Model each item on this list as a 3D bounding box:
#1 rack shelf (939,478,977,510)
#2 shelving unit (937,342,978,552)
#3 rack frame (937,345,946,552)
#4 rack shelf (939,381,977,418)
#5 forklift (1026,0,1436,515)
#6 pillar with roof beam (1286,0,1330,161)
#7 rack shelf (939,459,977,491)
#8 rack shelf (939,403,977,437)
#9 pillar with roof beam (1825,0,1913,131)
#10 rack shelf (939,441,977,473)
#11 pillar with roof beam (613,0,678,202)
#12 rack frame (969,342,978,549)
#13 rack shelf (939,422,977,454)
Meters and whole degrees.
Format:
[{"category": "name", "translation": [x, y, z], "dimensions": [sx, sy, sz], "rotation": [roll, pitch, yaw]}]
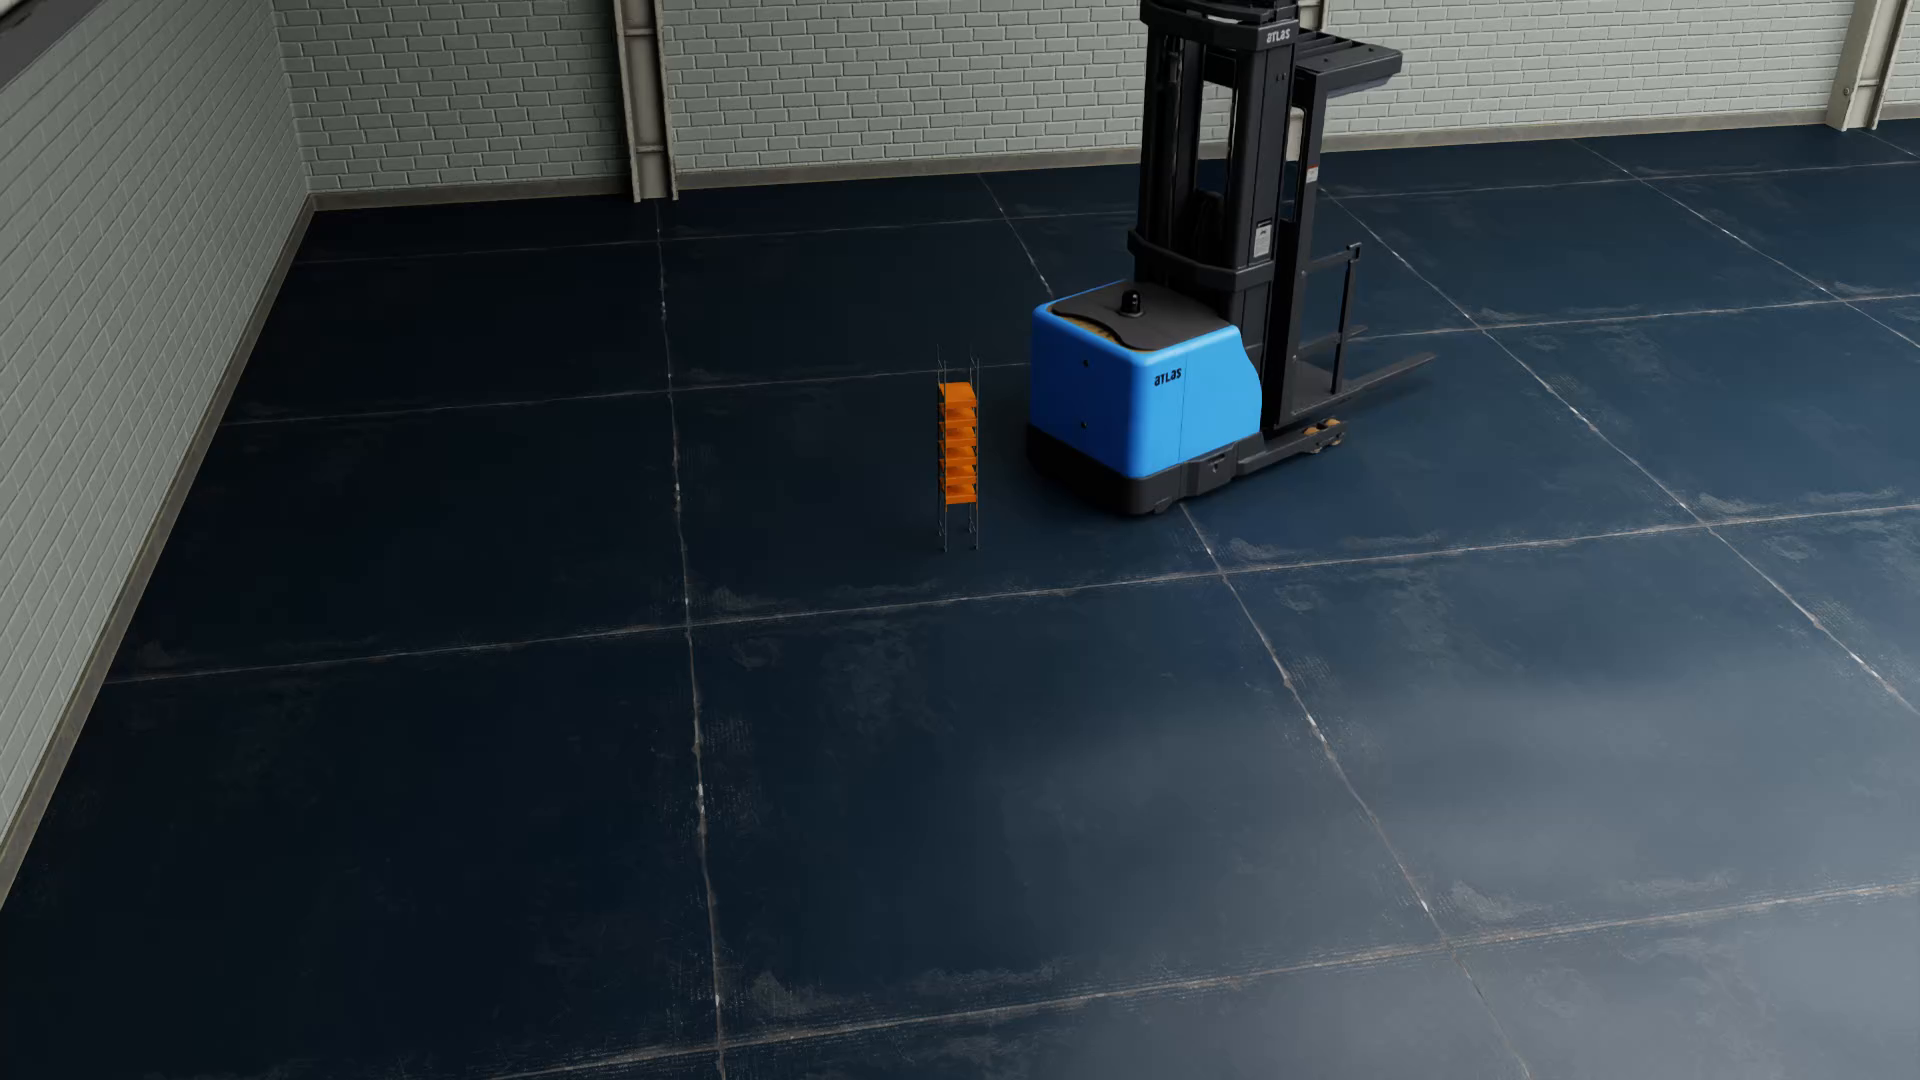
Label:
[{"category": "rack shelf", "translation": [-0.014, -0.271, 9.588], "dimensions": [0.180, 0.103, 0.258], "rotation": [-5, 31, -9]}, {"category": "shelving unit", "translation": [-0.014, -0.516, 9.444], "dimensions": [0.189, 1.200, 0.258], "rotation": [-5, 31, -9]}, {"category": "rack frame", "translation": [-0.104, -0.508, 9.429], "dimensions": [0.006, 1.200, 0.240], "rotation": [-5, 31, -9]}, {"category": "rack shelf", "translation": [-0.014, -0.788, 9.284], "dimensions": [0.180, 0.103, 0.258], "rotation": [-5, 31, -9]}, {"category": "forklift", "translation": [1.892, -2.009, 10.276], "dimensions": [3.031, 2.935, 1.130], "rotation": [-22, 37, -32]}, {"category": "pillar with roof beam", "translation": [3.922, -5.399, 10.055], "dimensions": [0.400, 9.000, 9.100], "rotation": [-5, 31, -9]}, {"category": "rack shelf", "translation": [-0.014, -0.374, 9.527], "dimensions": [0.180, 0.103, 0.258], "rotation": [-5, 31, -9]}, {"category": "rack shelf", "translation": [-0.014, -0.684, 9.344], "dimensions": [0.180, 0.103, 0.258], "rotation": [-5, 31, -9]}, {"category": "pillar with roof beam", "translation": [9.824, -5.947, 10.986], "dimensions": [0.400, 9.000, 9.100], "rotation": [-5, 31, -9]}, {"category": "rack shelf", "translation": [-0.014, -0.478, 9.466], "dimensions": [0.180, 0.103, 0.258], "rotation": [-5, 31, -9]}, {"category": "pillar with roof beam", "translation": [-1.980, -4.852, 9.123], "dimensions": [0.400, 9.000, 9.100], "rotation": [-5, 31, -9]}, {"category": "rack frame", "translation": [0.076, -0.524, 9.458], "dimensions": [0.006, 1.200, 0.240], "rotation": [-5, 31, -9]}, {"category": "rack shelf", "translation": [-0.014, -0.581, 9.405], "dimensions": [0.180, 0.103, 0.258], "rotation": [-5, 31, -9]}]
